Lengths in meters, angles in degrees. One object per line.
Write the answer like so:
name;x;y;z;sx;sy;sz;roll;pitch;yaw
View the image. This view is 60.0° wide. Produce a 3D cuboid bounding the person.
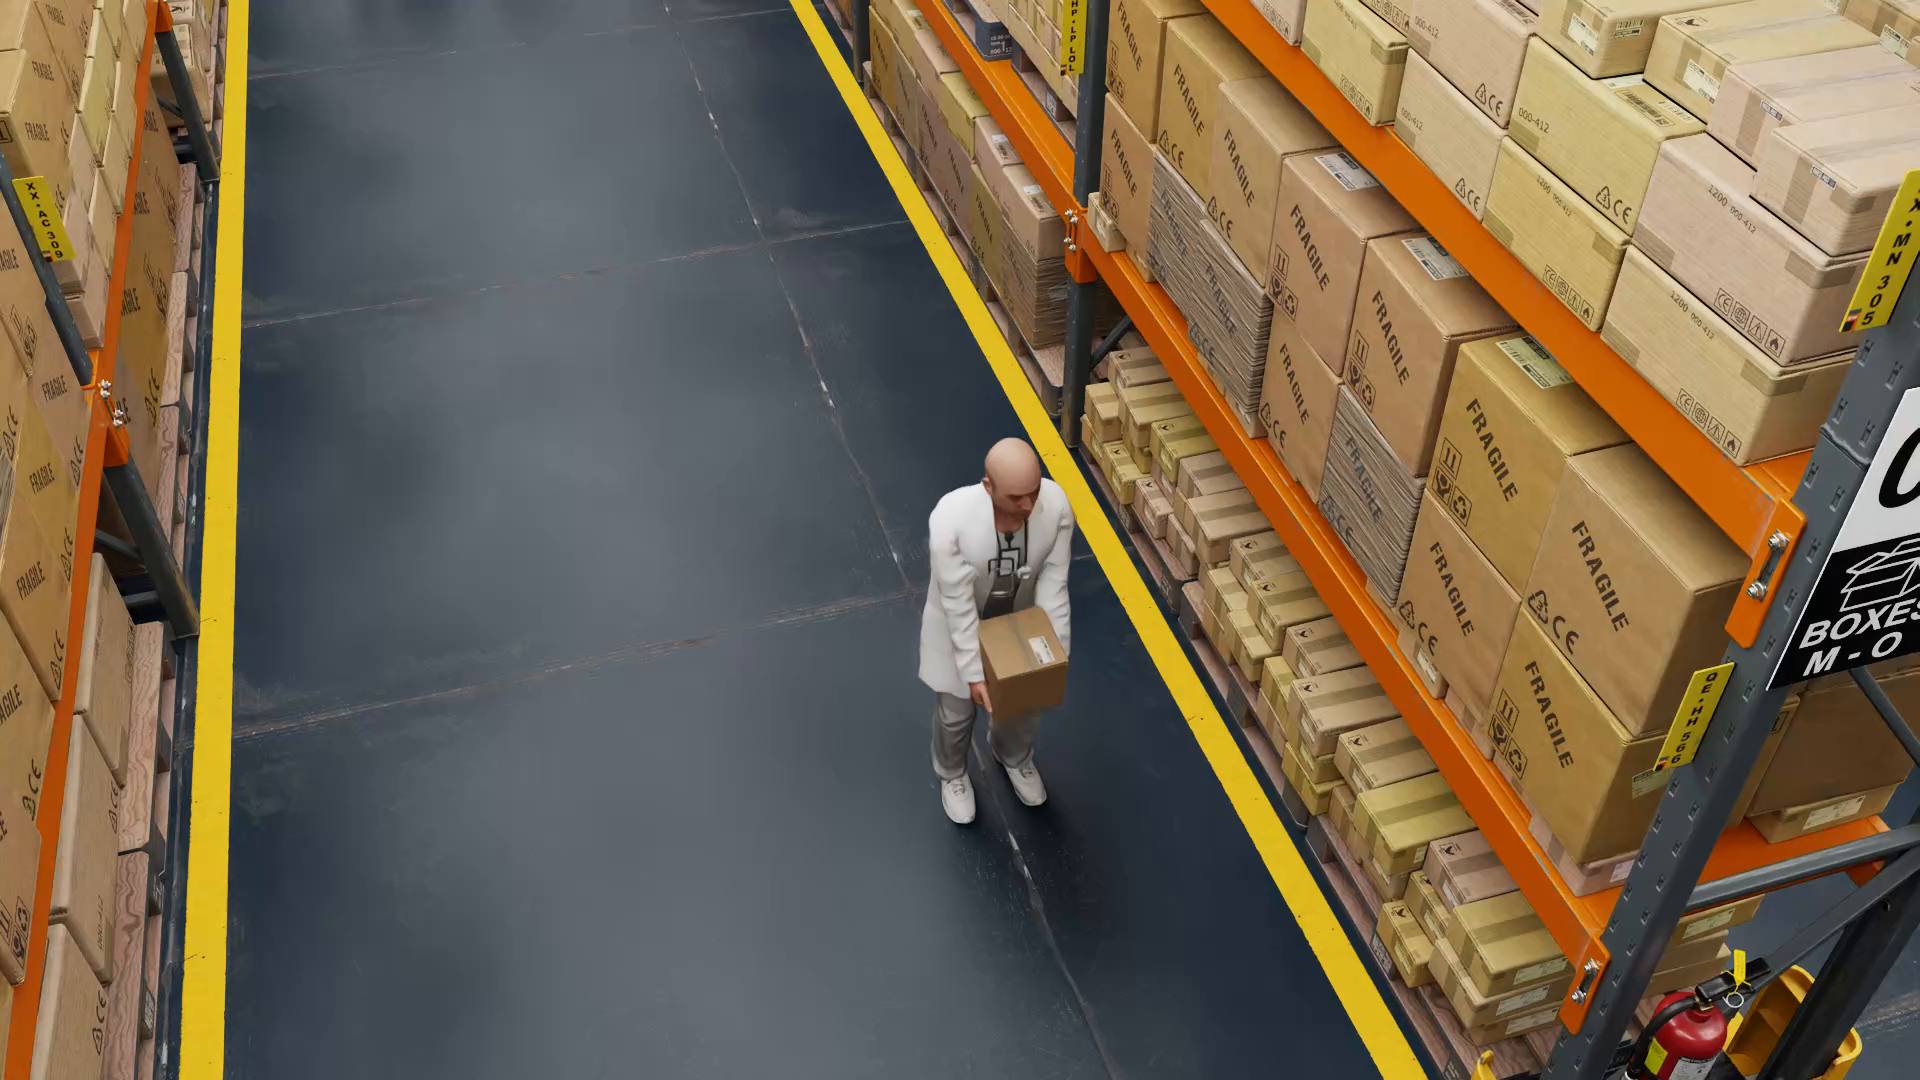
person;0.131;0.340;5.810;0.534;1.757;0.594;-13;43;-14
